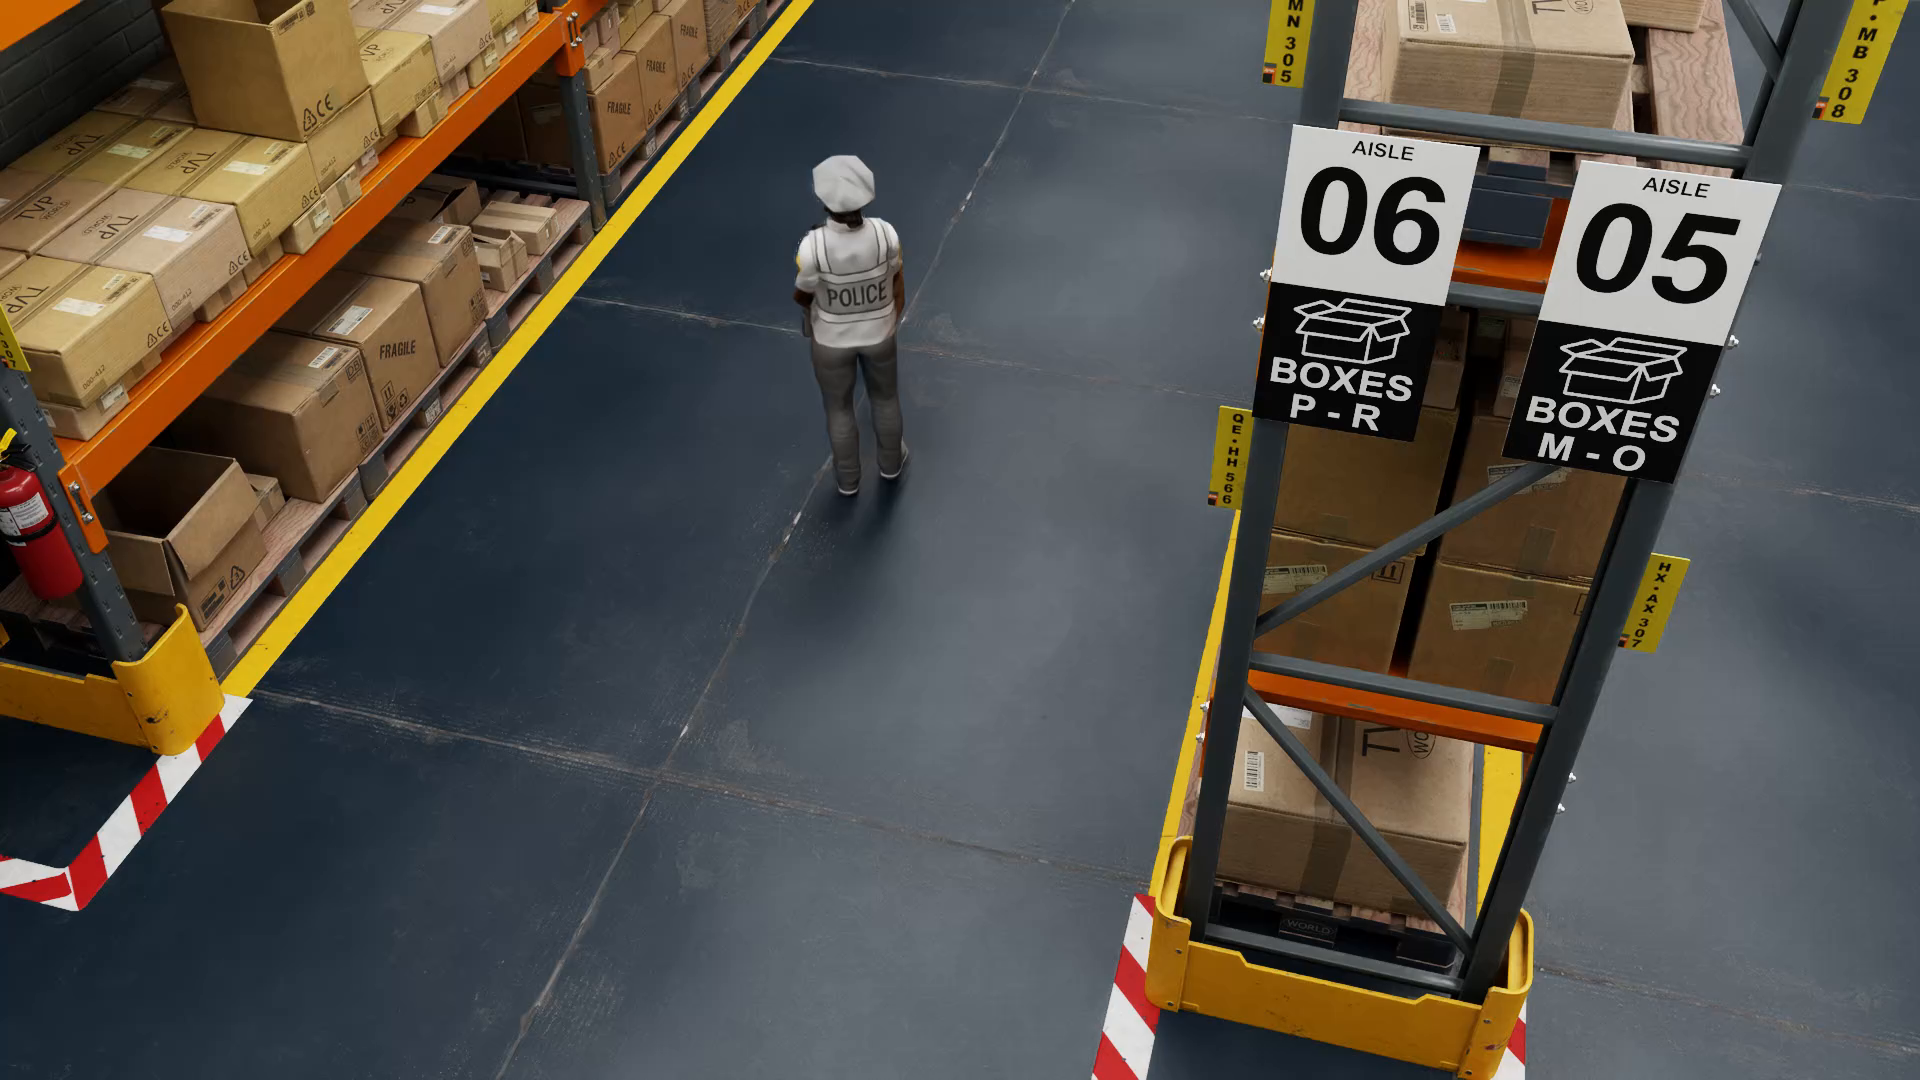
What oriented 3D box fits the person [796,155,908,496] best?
[{"bbox_3d":[-0.449,-0.914,7.167,0.513,1.705,0.466,-12,43,-13],"label":"person"}]
